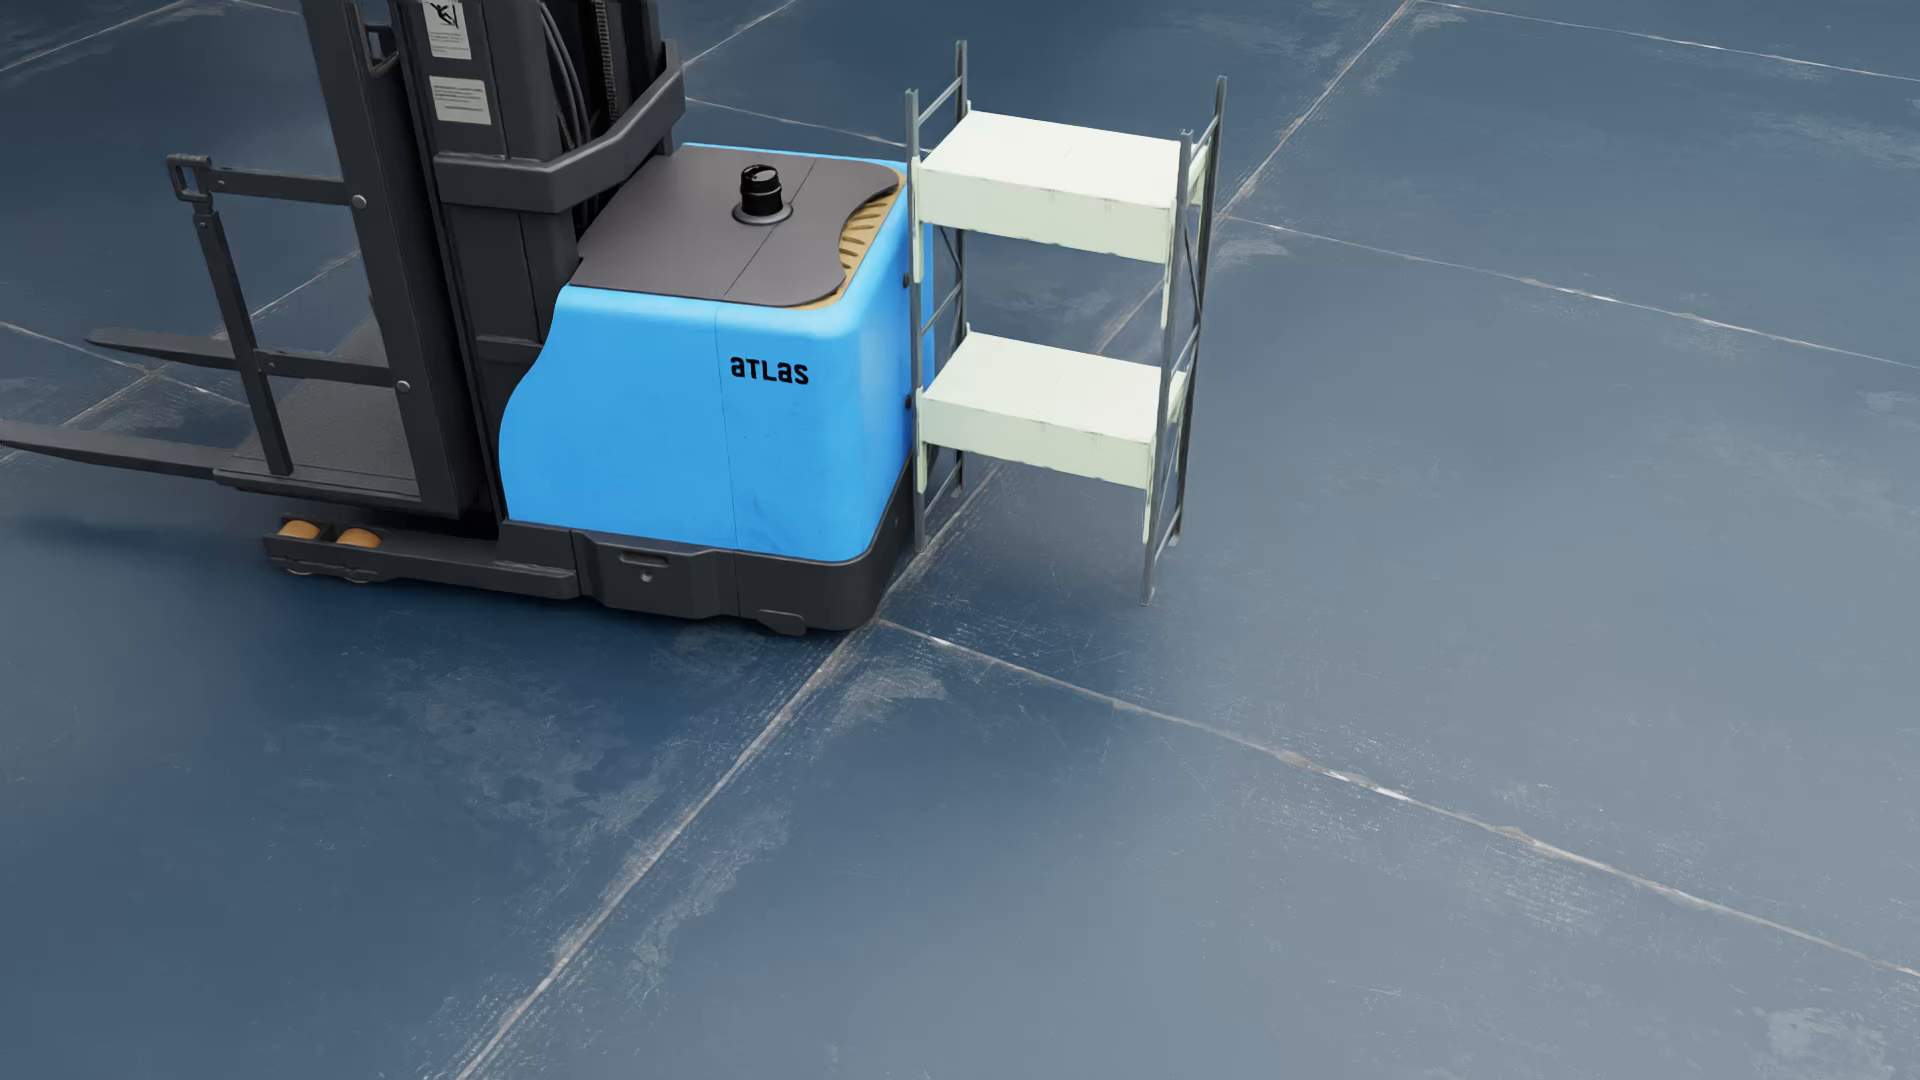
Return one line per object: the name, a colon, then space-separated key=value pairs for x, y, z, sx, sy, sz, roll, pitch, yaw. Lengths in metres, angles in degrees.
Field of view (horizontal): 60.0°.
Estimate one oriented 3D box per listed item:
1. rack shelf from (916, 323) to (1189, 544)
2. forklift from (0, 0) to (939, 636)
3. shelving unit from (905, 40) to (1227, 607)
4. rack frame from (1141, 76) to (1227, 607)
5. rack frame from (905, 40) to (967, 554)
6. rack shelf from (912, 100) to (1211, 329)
rack shelf: x=0.281 y=-0.330 z=4.983 sx=0.720 sy=0.370 sz=0.431 roll=13 pitch=39 yaw=16
forklift: x=-1.640 y=-1.339 z=4.590 sx=3.031 sy=2.935 sz=1.130 roll=7 pitch=38 yaw=10
shelving unit: x=0.281 y=-0.590 z=4.786 sx=0.755 sy=1.500 sz=0.431 roll=13 pitch=39 yaw=16
rack frame: x=0.623 y=-0.511 z=4.683 sx=0.023 sy=1.500 sz=0.400 roll=13 pitch=39 yaw=16
rack frame: x=-0.061 y=-0.668 z=4.889 sx=0.023 sy=1.500 sz=0.400 roll=13 pitch=39 yaw=16
rack shelf: x=0.281 y=-0.900 z=4.550 sx=0.720 sy=0.370 sz=0.431 roll=13 pitch=39 yaw=16
